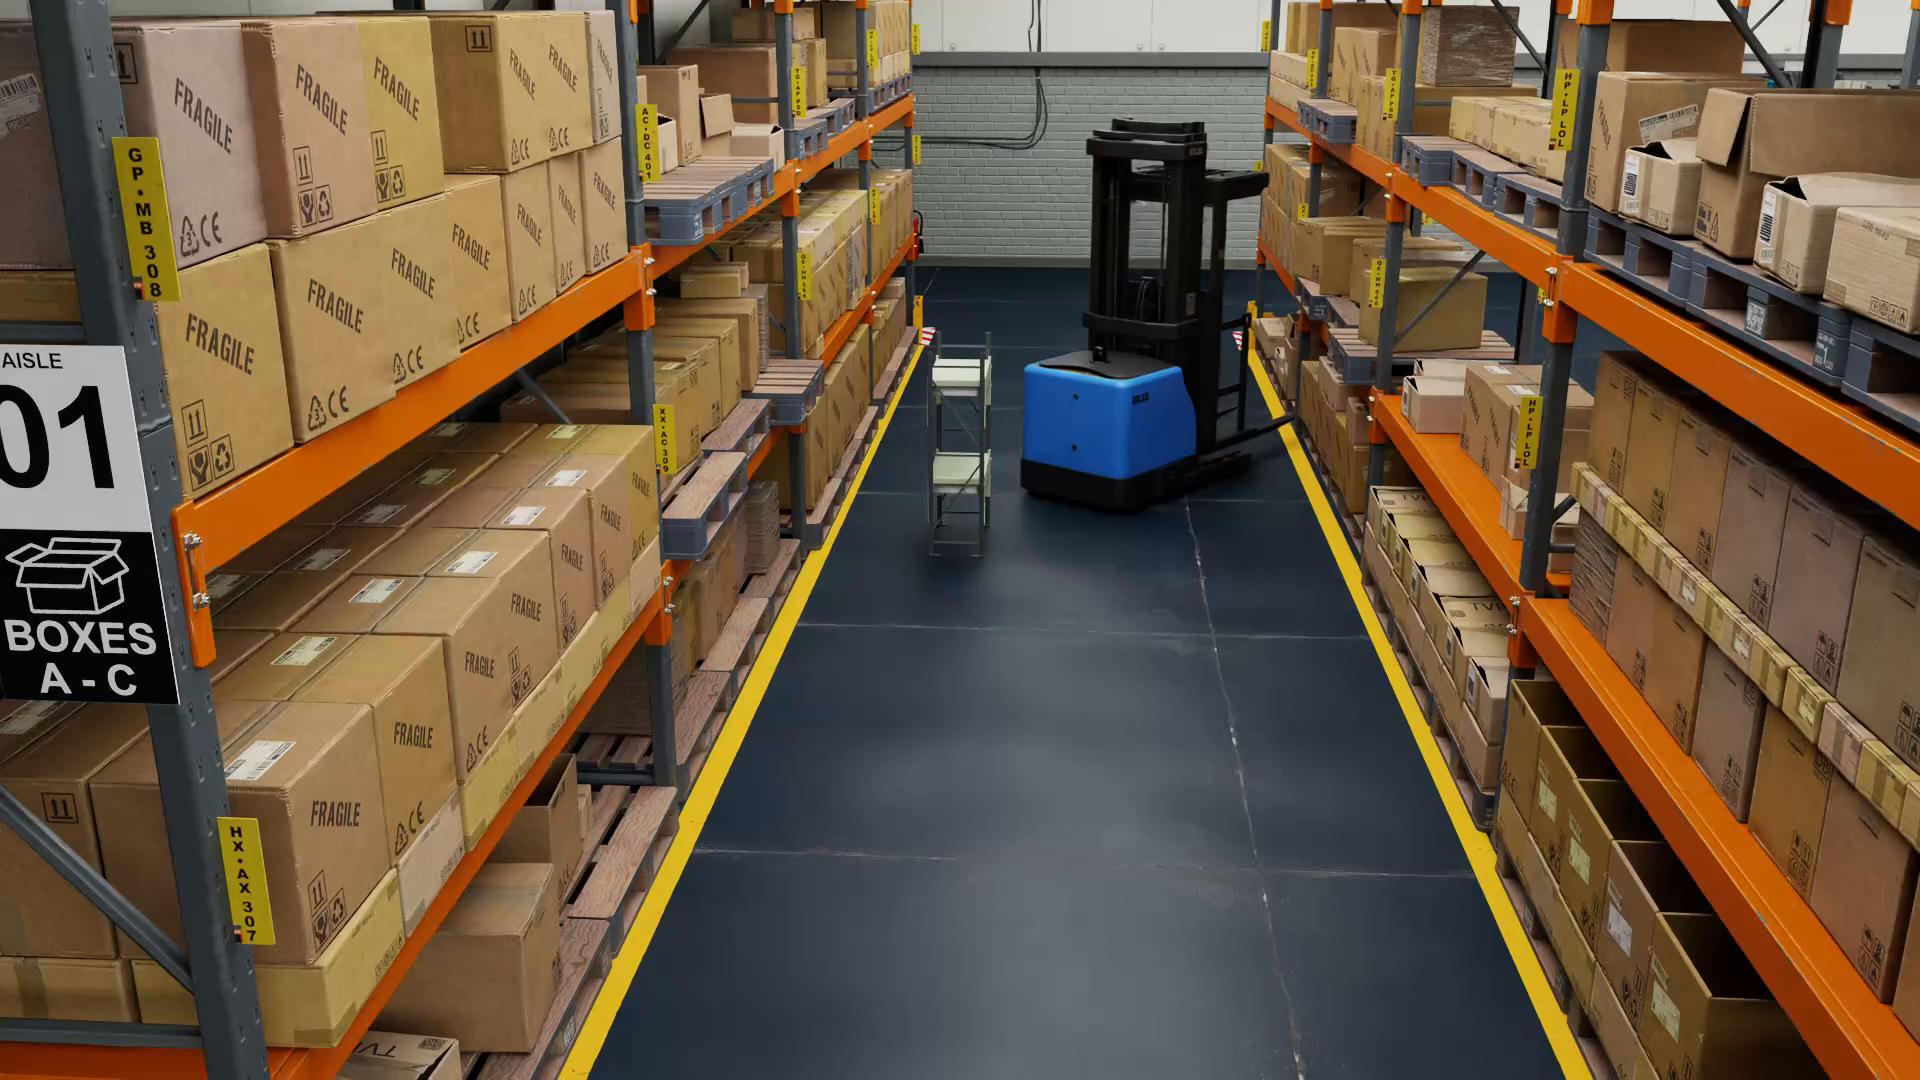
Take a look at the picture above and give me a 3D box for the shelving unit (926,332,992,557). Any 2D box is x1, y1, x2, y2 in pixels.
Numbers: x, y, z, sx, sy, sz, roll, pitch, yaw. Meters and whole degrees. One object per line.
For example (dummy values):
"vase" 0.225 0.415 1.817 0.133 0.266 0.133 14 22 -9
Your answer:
"shelving unit" 0.000 -0.711 12.183 0.431 1.500 0.755 1 18 4

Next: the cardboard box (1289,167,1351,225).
"cardboard box" 3.430 -3.278 15.843 0.500 0.500 0.500 1 18 3

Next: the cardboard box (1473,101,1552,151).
"cardboard box" 3.336 -2.439 9.799 0.500 0.250 0.500 2 18 5

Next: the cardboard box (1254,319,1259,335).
"cardboard box" 3.532 -2.407 18.824 0.380 0.149 0.250 1 18 4

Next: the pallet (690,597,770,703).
"pallet" -1.757 0.645 10.114 1.003 0.211 1.213 1 18 4

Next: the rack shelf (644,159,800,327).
"rack shelf" -1.753 -1.763 9.323 1.077 0.370 4.000 1 18 4

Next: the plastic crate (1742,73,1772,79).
"plastic crate" 8.540 -4.814 17.689 0.497 0.269 0.590 1 18 4

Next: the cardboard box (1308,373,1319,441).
"cardboard box" 3.313 -1.144 14.404 0.500 0.500 0.500 2 18 5

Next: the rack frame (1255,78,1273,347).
"rack frame" 3.905 -3.675 18.822 1.000 3.000 0.127 1 18 4

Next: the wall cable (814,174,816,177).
"wall cable" -1.888 -4.686 20.276 0.084 1.984 1.851 1 18 4

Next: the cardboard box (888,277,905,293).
"cardboard box" -0.814 -2.841 18.575 0.380 0.149 0.250 1 18 3

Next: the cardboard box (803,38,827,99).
"cardboard box" -1.496 -3.954 13.987 0.700 0.500 0.500 0 18 1

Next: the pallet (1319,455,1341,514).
"pallet" 3.513 -0.475 13.532 1.003 0.211 1.213 1 18 4

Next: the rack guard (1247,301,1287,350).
"rack guard" 3.899 -2.464 19.140 1.175 0.500 0.348 1 18 4

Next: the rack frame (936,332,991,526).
"rack frame" 0.026 -0.824 12.530 0.400 1.500 0.023 1 18 4

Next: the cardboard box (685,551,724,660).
"cardboard box" -1.796 0.373 9.776 0.700 0.500 0.500 1 18 5

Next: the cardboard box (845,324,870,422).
"cardboard box" -1.240 -1.516 15.009 0.750 0.750 0.750 1 18 5

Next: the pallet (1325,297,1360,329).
"pallet" 3.466 -1.704 13.113 1.003 0.211 1.213 1 18 4

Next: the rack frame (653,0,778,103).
"rack frame" -1.606 -4.151 10.639 0.949 2.616 0.053 1 18 4

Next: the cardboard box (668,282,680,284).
"cardboard box" -1.839 -1.651 11.974 0.500 0.500 0.500 1 18 4

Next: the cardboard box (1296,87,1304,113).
"cardboard box" 3.434 -4.099 15.540 0.500 0.250 0.500 1 18 4

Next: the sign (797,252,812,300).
"sign" -1.068 -1.804 11.378 0.100 0.325 0.005 1 18 4

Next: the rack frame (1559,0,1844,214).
"rack frame" 3.045 -2.799 6.514 1.000 3.000 0.127 1 18 4

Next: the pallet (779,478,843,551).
"pallet" -1.478 -0.218 12.750 1.003 0.211 1.213 1 18 4

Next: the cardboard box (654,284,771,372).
"cardboard box" -1.633 -1.411 11.043 0.700 0.500 0.500 -1 18 -3

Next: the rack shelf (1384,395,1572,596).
"rack shelf" 3.188 -0.355 9.415 0.919 0.052 3.809 1 18 4

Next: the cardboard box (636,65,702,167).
"cardboard box" -1.689 -2.281 8.916 0.500 0.500 0.500 1 18 2

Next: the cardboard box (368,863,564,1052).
"cardboard box" -1.901 1.547 6.194 0.700 0.500 0.500 0 18 0

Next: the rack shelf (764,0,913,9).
"rack shelf" -1.180 -5.483 16.501 1.077 0.370 4.000 1 18 4

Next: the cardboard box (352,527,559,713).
"cardboard box" -1.735 0.274 5.774 0.500 0.500 0.500 2 18 6

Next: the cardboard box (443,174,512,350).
"cardboard box" -1.785 -0.890 5.313 0.500 0.500 0.500 2 18 7

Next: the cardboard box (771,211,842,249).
"cardboard box" -1.220 -2.471 13.273 0.500 0.250 0.500 1 18 3

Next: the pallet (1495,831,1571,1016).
"pallet" 2.946 1.623 7.132 1.003 0.211 1.213 1 18 4

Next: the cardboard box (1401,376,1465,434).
"cardboard box" 3.074 -0.875 10.419 0.500 0.311 0.500 1 18 3

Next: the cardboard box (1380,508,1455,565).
"cardboard box" 2.972 -0.031 10.540 0.500 0.311 0.500 1 18 3

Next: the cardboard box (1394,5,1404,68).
"cardboard box" 3.442 -3.591 11.981 0.500 0.500 0.500 1 18 4

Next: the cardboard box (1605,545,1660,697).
"cardboard box" 2.988 0.306 6.511 0.700 0.500 0.500 1 18 3

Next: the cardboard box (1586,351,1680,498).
"cardboard box" 3.019 -0.474 6.810 0.700 0.500 0.500 1 18 4

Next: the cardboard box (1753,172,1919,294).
"cardboard box" 2.617 -0.892 4.753 0.500 0.311 0.500 3 18 10

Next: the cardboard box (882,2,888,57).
"cardboard box" -0.962 -4.875 15.868 0.500 0.500 0.500 1 18 3

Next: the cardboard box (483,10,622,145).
"cardboard box" -1.662 -1.854 6.648 0.500 0.500 0.500 0 18 -1

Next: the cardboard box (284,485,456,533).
"cardboard box" -2.221 0.104 6.292 0.500 0.500 0.500 2 18 5

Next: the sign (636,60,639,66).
"sign" -2.163 -3.024 11.059 0.100 0.325 0.005 1 18 4

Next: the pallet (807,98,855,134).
"pallet" -1.340 -3.591 14.055 0.805 0.209 1.217 1 18 2

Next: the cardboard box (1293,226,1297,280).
"cardboard box" 3.398 -2.642 15.507 0.500 0.500 0.500 2 18 5

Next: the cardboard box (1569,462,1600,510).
"cardboard box" 2.832 -0.225 7.090 0.380 0.149 0.250 1 18 4

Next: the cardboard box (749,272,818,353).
"cardboard box" -1.320 -1.644 11.952 0.500 0.500 0.500 2 18 6

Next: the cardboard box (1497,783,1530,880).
"cardboard box" 2.709 1.296 7.392 0.500 0.250 0.500 1 18 4

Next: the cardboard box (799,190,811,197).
"cardboard box" -1.616 -2.960 14.765 0.500 0.250 0.500 2 18 6

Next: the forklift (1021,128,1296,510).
"forklift" 1.830 -1.986 13.878 1.129 2.867 3.031 15 23 38

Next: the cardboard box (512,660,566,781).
"cardboard box" -1.728 0.625 5.907 0.500 0.250 0.500 1 18 4

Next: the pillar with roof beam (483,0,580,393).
"pillar with roof beam" 1.728 -3.670 9.173 9.100 9.000 0.400 1 18 4

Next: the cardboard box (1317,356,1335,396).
"cardboard box" 3.269 -1.355 13.845 0.500 0.250 0.500 1 18 4
